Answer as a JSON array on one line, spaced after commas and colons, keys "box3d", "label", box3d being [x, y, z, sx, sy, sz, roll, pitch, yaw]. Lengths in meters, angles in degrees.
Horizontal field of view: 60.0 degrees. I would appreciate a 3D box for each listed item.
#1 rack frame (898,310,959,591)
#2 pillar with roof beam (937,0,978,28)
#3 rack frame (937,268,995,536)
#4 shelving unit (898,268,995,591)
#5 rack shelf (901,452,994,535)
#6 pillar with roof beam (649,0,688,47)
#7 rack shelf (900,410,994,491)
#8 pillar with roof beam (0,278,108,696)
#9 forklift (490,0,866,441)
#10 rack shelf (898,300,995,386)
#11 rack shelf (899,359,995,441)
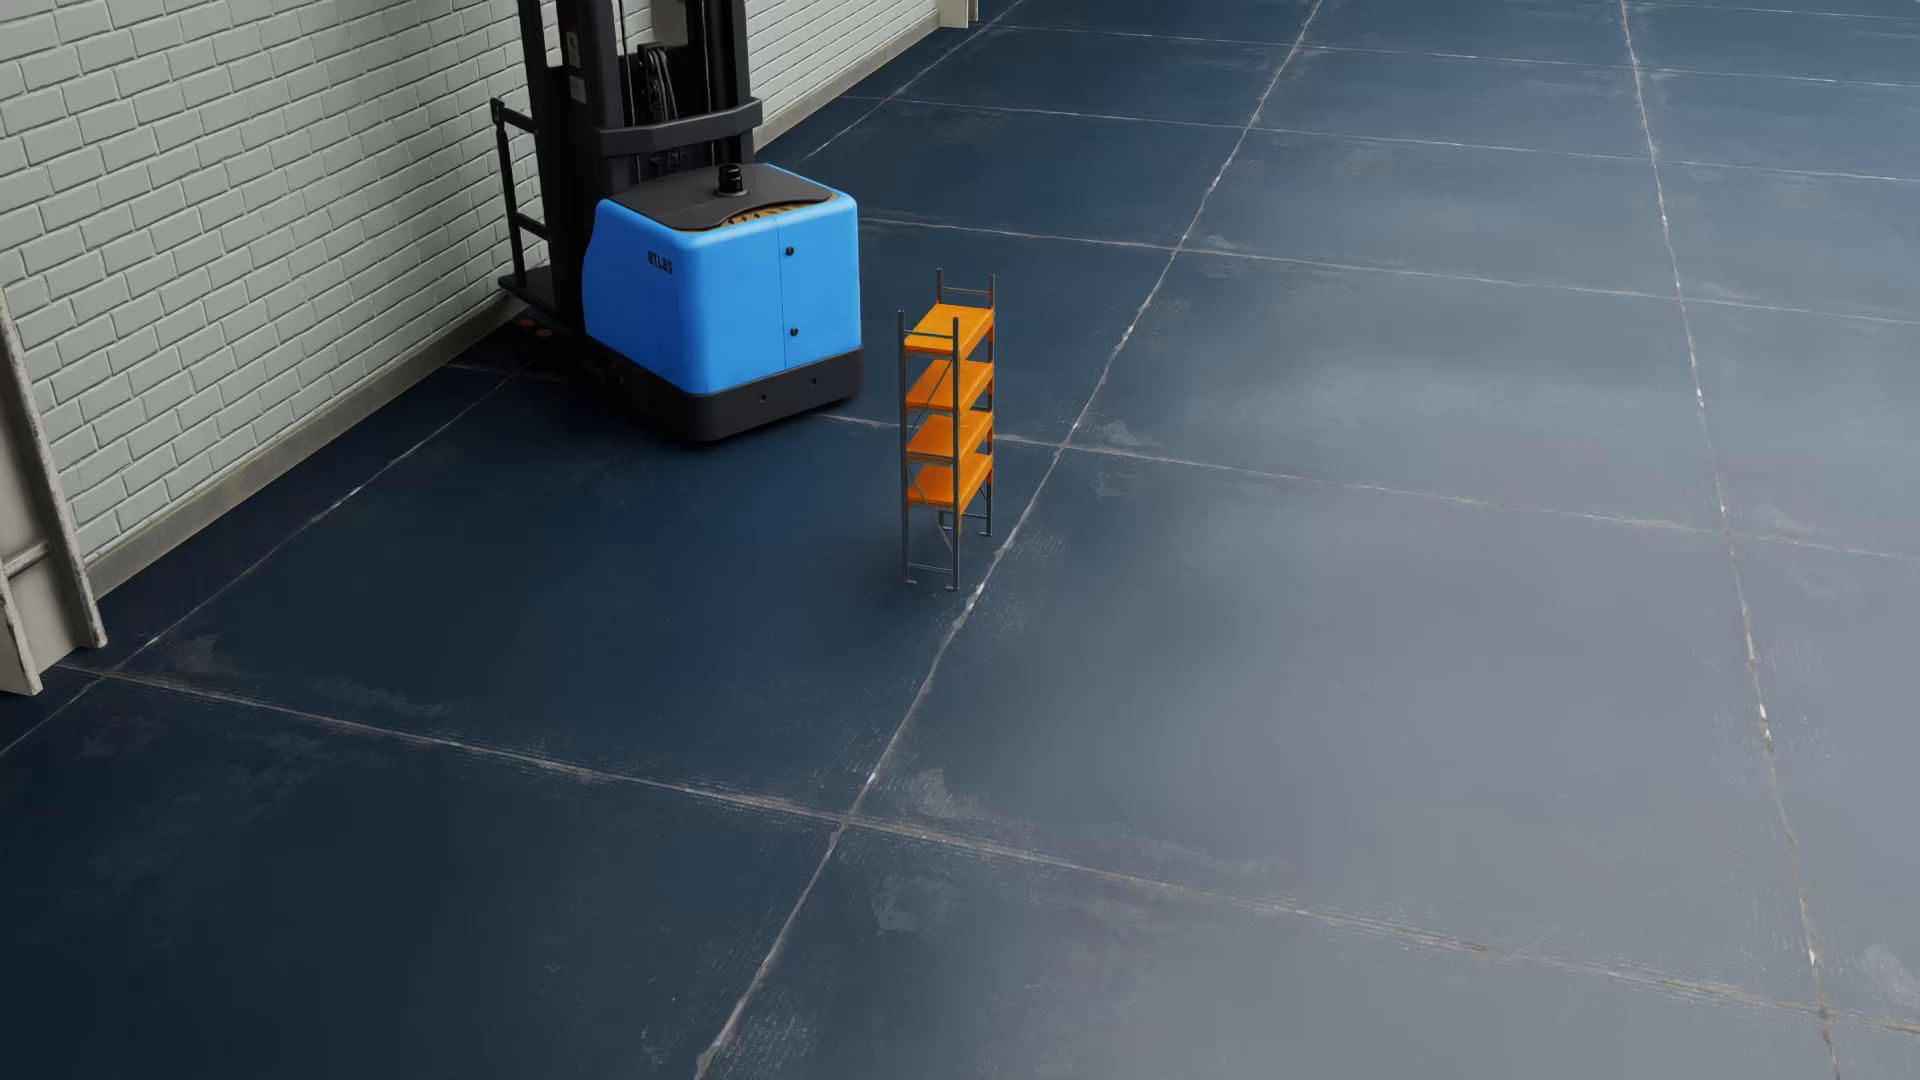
[{"box3d": [-0.120, -0.334, 6.616, 0.240, 1.200, 0.015, 8, 30, 15], "label": "rack frame"}, {"box3d": [4.089, -8.426, 13.140, 9.100, 9.000, 0.400, 8, 30, 15], "label": "pillar with roof beam"}, {"box3d": [0.023, -0.561, 7.024, 0.240, 1.200, 0.015, 8, 30, 15], "label": "rack frame"}, {"box3d": [-0.049, -0.447, 6.820, 0.258, 1.200, 0.503, 8, 30, 15], "label": "shelving unit"}, {"box3d": [-0.049, -0.215, 6.949, 0.258, 0.148, 0.480, 8, 30, 15], "label": "rack shelf"}, {"box3d": [2.328, -5.638, 8.128, 9.100, 9.000, 0.400, 8, 30, 15], "label": "pillar with roof beam"}, {"box3d": [-0.049, -0.389, 6.853, 0.258, 0.148, 0.480, 8, 30, 15], "label": "rack shelf"}, {"box3d": [0.567, -2.850, 3.116, 9.100, 9.000, 0.400, 8, 30, 15], "label": "pillar with roof beam"}, {"box3d": [-1.815, -2.394, 8.539, 1.130, 2.935, 3.031, -22, 36, -34], "label": "forklift"}, {"box3d": [-0.049, -0.791, 6.629, 0.258, 0.148, 0.480, 8, 30, 15], "label": "rack shelf"}, {"box3d": [-0.049, -0.584, 6.744, 0.258, 0.148, 0.480, 8, 30, 15], "label": "rack shelf"}]
